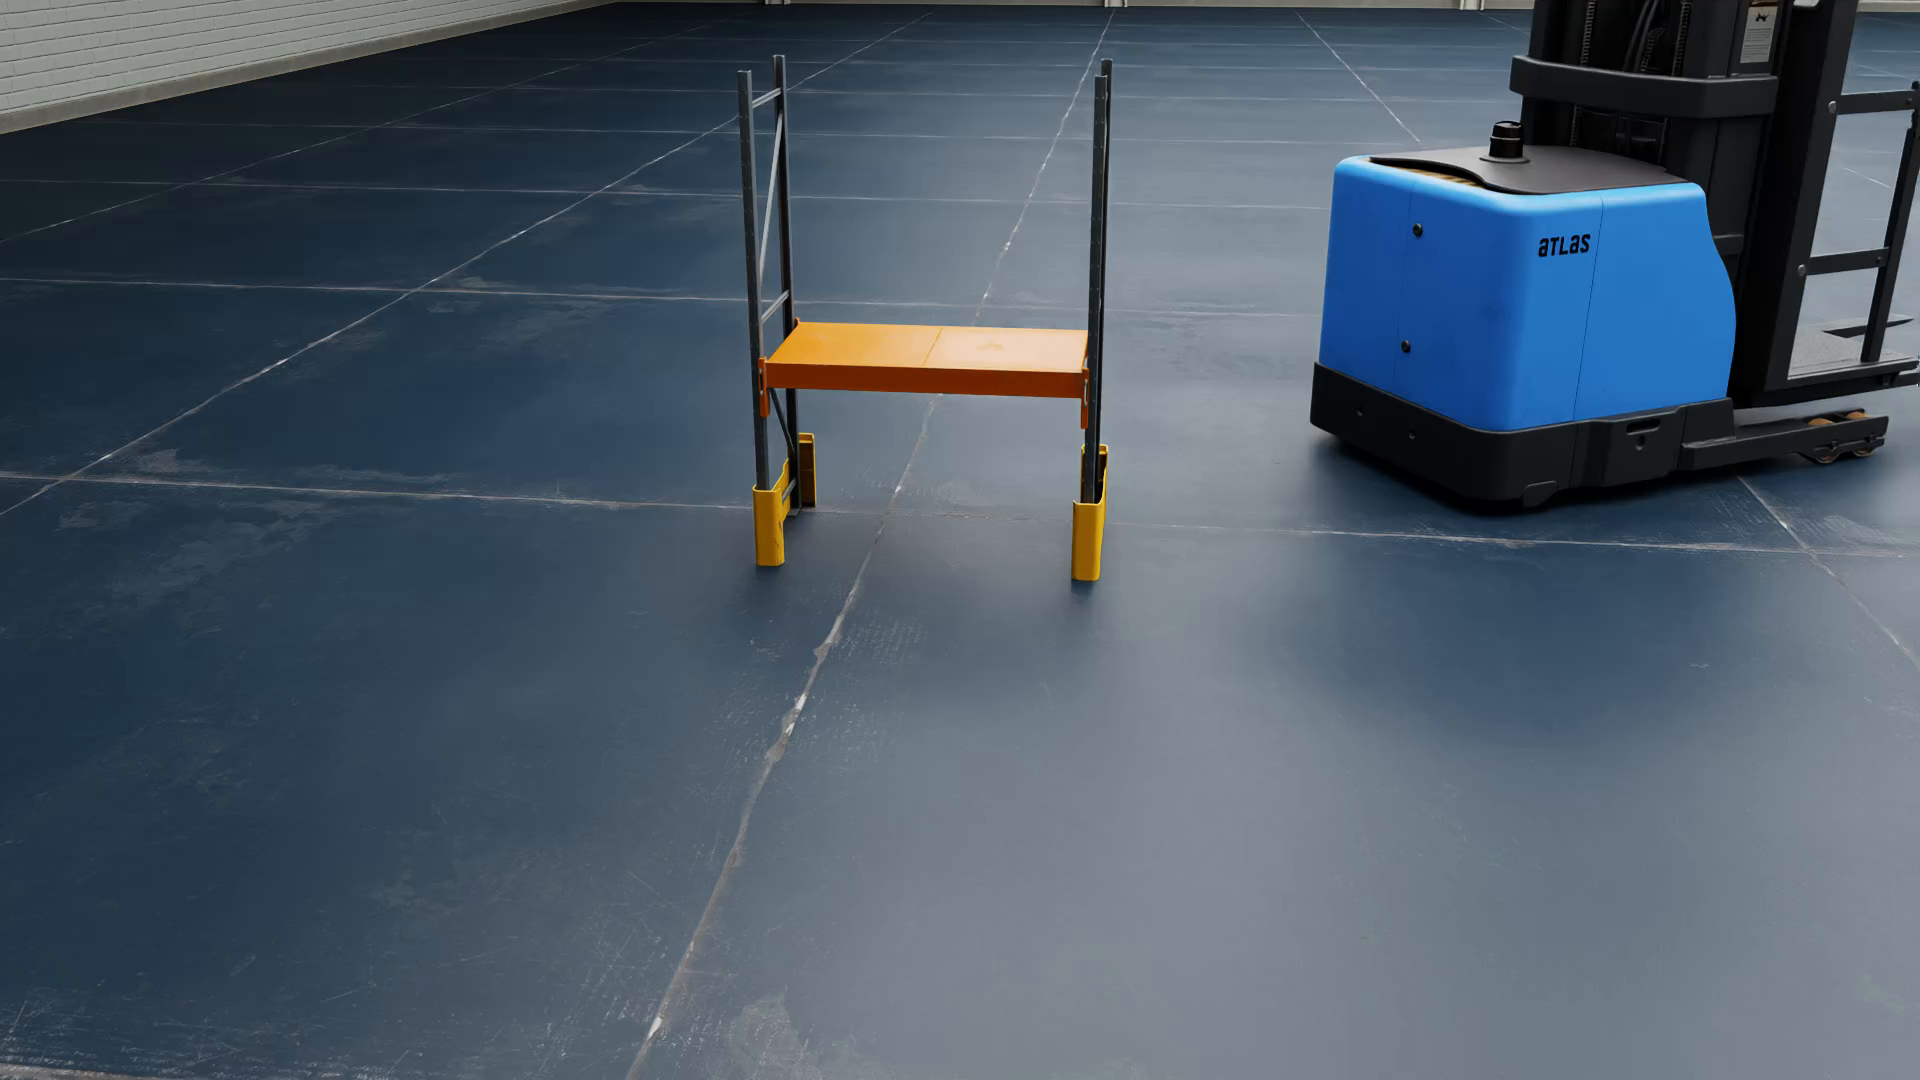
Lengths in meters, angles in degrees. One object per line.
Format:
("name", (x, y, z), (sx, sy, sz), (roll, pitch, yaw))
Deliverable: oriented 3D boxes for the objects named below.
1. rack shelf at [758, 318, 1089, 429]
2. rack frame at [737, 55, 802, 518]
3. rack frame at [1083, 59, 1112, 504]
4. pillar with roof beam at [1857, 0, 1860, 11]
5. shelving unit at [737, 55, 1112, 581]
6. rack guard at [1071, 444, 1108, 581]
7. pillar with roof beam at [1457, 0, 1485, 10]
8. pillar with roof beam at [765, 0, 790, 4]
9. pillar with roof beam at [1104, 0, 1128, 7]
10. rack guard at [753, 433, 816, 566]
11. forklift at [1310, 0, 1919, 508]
("rack shelf", (-0.085, -0.534, 5.240), (1.000, 0.185, 0.538), (2, 22, 6))
("rack frame", (-0.590, -0.723, 5.229), (0.032, 1.500, 0.500), (2, 22, 6))
("rack frame", (0.420, -0.679, 5.118), (0.032, 1.500, 0.500), (2, 22, 6))
("pillar with roof beam", (14.125, -11.378, 21.980), (0.400, 9.000, 9.100), (2, 22, 6))
("shelving unit", (-0.076, -0.701, 5.172), (1.083, 1.500, 0.587), (2, 22, 6))
("rack guard", (0.419, -0.098, 5.348), (0.087, 0.250, 0.587), (2, 22, 6))
("pillar with roof beam", (8.167, -11.638, 22.637), (0.400, 9.000, 9.100), (2, 22, 6))
("pillar with roof beam", (-3.749, -12.157, 23.950), (0.400, 9.000, 9.100), (2, 22, 6))
("pillar with roof beam", (2.209, -11.897, 23.294), (0.400, 9.000, 9.100), (2, 22, 6))
("rack guard", (-0.570, -0.141, 5.457), (0.087, 0.250, 0.587), (2, 22, 6))
("forklift", (2.909, -1.813, 6.039), (3.031, 2.935, 1.130), (-9, 23, -22))
